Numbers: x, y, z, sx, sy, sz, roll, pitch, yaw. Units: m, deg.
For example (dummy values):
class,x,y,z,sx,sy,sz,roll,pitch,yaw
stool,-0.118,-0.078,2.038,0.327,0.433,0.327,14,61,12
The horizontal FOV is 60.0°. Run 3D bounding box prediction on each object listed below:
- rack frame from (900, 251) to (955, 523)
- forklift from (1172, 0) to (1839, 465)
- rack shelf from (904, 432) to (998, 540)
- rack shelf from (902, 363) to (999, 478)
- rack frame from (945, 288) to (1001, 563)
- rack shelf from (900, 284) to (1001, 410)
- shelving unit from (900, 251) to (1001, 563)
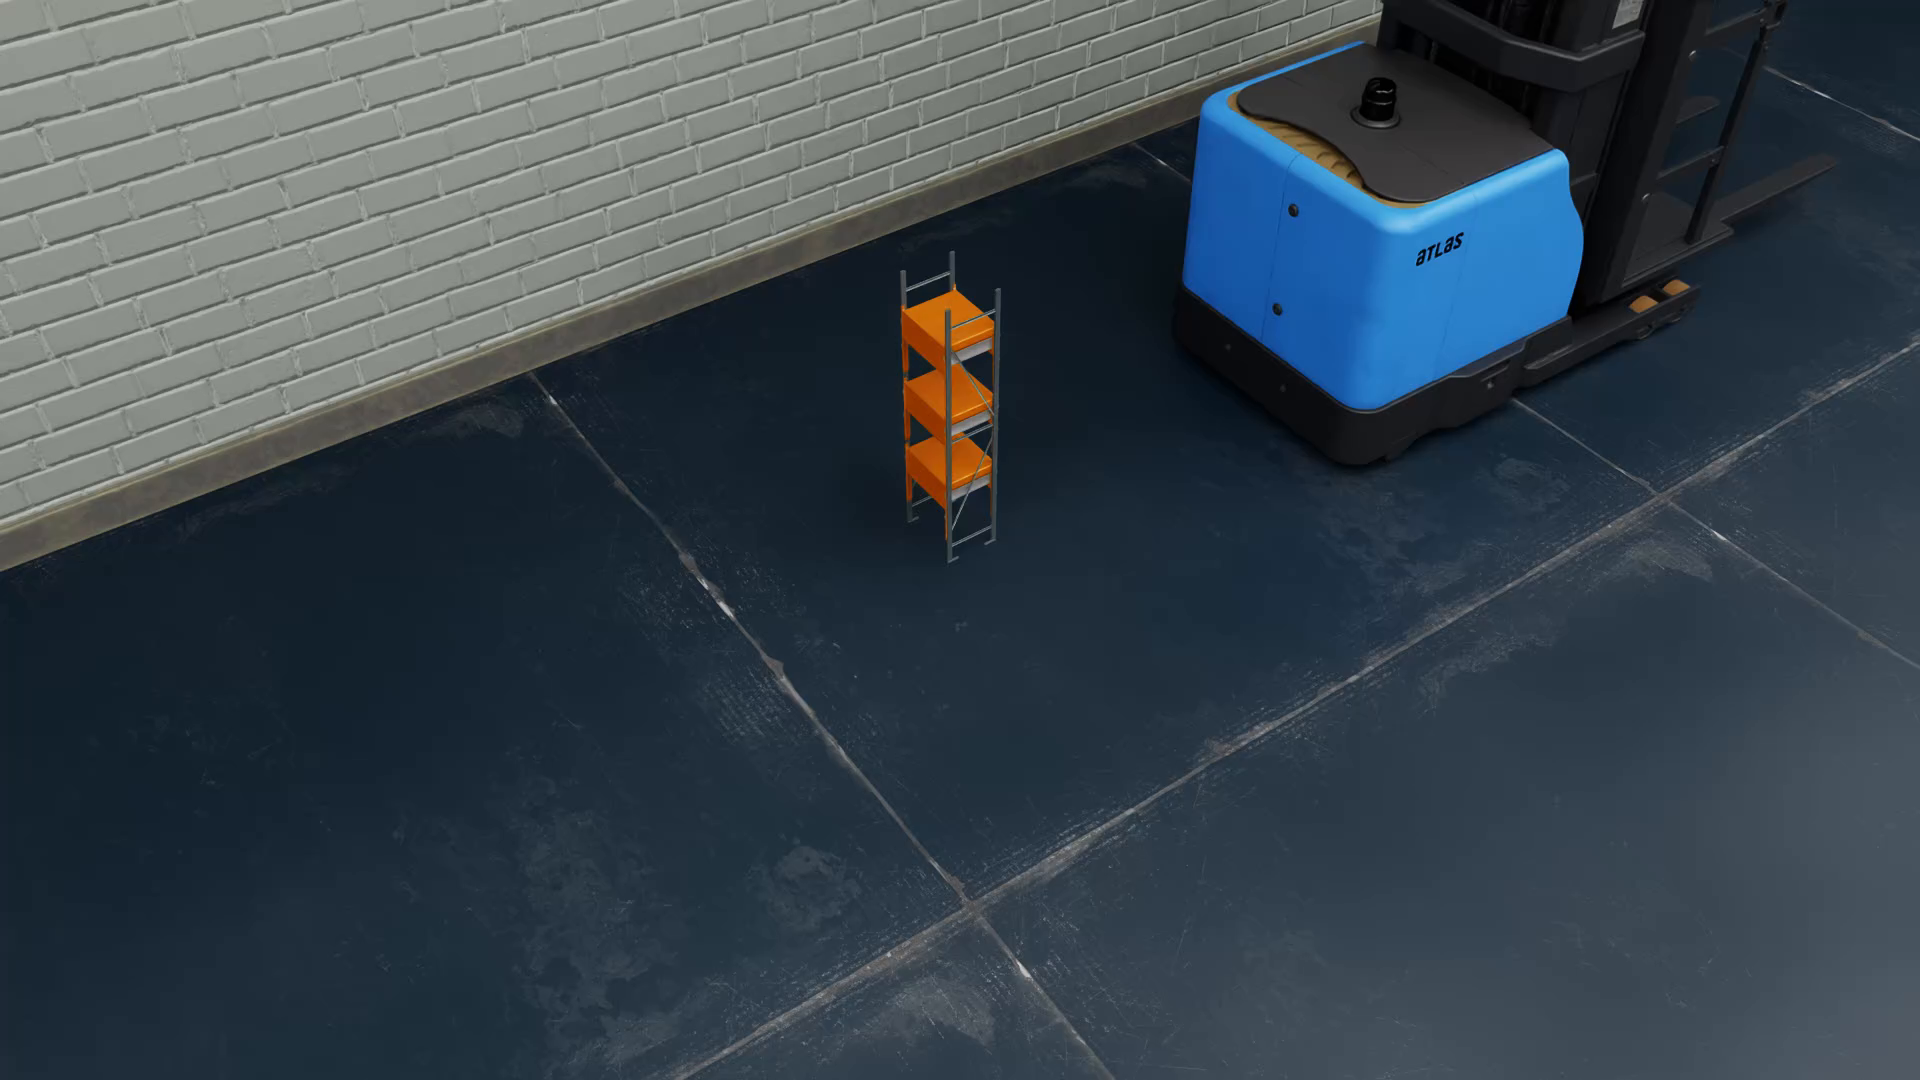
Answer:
class,x,y,z,sx,sy,sz,roll,pitch,yaw
rack frame,-0.100,-0.479,5.492,0.200,1.050,0.008,-26,49,-24
forklift,2.336,-2.134,5.863,3.031,2.935,1.130,-25,49,-24
rack shelf,-0.031,-0.201,5.618,0.215,0.259,0.240,-26,49,-24
rack shelf,-0.031,-0.402,5.427,0.215,0.259,0.240,-26,49,-24
rack frame,0.039,-0.341,5.347,0.200,1.050,0.008,-26,49,-24
rack shelf,-0.031,-0.608,5.231,0.215,0.259,0.240,-26,49,-24
shelving unit,-0.031,-0.410,5.419,0.215,1.050,0.252,-26,49,-24
